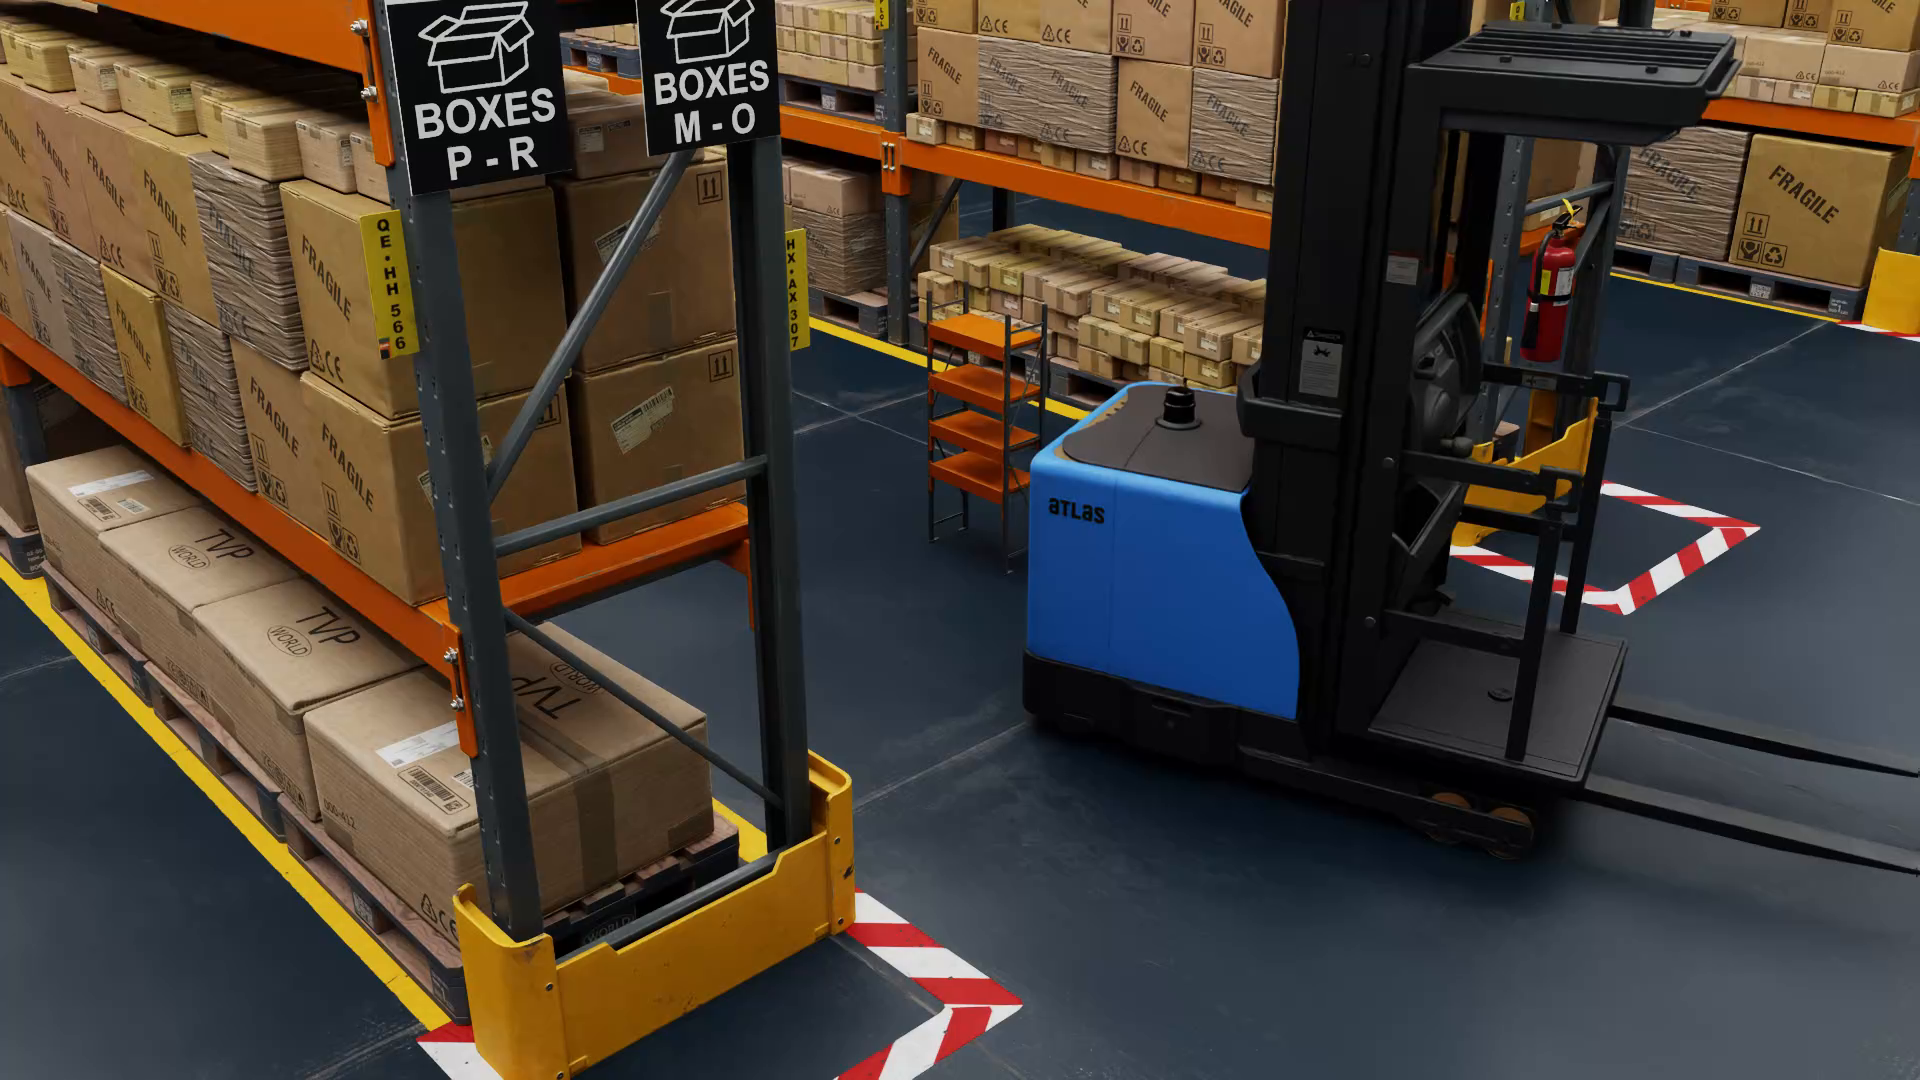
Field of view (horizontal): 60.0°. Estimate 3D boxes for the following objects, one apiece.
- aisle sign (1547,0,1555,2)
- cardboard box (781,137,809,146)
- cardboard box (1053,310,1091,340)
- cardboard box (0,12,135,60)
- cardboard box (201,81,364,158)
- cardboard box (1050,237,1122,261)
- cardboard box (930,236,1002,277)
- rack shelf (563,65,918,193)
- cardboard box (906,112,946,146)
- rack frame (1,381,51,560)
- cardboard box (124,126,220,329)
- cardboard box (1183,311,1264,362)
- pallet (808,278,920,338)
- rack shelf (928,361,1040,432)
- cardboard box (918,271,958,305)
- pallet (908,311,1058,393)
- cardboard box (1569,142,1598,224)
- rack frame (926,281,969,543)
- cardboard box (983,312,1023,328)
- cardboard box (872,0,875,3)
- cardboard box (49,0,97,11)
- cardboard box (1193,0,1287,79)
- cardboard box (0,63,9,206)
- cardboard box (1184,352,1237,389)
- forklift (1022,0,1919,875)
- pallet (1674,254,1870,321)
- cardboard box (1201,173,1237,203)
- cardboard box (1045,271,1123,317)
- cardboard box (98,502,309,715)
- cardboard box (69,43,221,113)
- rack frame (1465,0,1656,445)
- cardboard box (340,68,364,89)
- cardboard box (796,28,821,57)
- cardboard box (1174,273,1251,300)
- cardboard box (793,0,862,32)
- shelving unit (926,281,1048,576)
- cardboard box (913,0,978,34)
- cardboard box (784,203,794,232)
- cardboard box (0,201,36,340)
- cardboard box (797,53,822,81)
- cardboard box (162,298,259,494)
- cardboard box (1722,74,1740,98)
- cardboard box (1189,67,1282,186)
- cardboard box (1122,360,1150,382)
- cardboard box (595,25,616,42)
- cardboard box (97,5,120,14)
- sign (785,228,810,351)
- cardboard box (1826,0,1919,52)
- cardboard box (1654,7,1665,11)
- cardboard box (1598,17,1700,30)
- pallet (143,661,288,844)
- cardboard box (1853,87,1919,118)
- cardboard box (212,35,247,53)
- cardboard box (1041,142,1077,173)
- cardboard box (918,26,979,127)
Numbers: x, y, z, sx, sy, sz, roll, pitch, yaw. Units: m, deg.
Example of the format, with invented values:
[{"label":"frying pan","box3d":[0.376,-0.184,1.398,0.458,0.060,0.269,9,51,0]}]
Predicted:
[{"label":"aisle sign","box3d":[2.518,-2.591,6.684,0.394,0.787,0.004,-21,32,-38]},{"label":"cardboard box","box3d":[-1.070,-2.738,11.740,0.500,0.250,0.500,-20,31,-37]},{"label":"cardboard box","box3d":[0.752,-1.269,9.488,0.380,0.149,0.250,-19,31,-36]},{"label":"cardboard box","box3d":[-3.173,-1.780,5.932,0.380,0.149,0.250,-22,32,-39]},{"label":"cardboard box","box3d":[-1.820,-1.141,4.530,0.380,0.149,0.250,-20,31,-37]},{"label":"cardboard box","box3d":[0.765,-1.719,10.116,0.380,0.149,0.250,-22,32,-39]},{"label":"cardboard box","box3d":[0.037,-1.729,10.138,0.380,0.149,0.250,-20,31,-36]},{"label":"rack shelf","box3d":[-1.414,-3.006,11.592,1.077,0.370,4.000,-21,32,-38]},{"label":"cardboard box","box3d":[-0.092,-2.435,9.775,0.380,0.149,0.250,-20,31,-37]},{"label":"rack frame","box3d":[-3.591,-1.293,6.970,1.000,3.000,0.127,-21,32,-38]},{"label":"cardboard box","box3d":[-2.075,-0.961,4.916,0.500,0.500,0.500,-21,32,-39]},{"label":"cardboard box","box3d":[1.386,-1.066,8.684,0.380,0.149,0.250,-20,31,-37]},{"label":"pallet","box3d":[-0.580,-1.694,11.210,1.003,0.211,1.213,-21,32,-38]},{"label":"rack shelf","box3d":[0.113,-0.638,7.326,0.258,0.148,0.480,-21,32,-38]},{"label":"cardboard box","box3d":[-0.033,-1.556,10.118,0.380,0.149,0.250,-19,31,-36]},{"label":"pallet","box3d":[0.438,-1.266,10.270,1.003,0.211,1.213,-21,32,-38]},{"label":"cardboard box","box3d":[4.650,-2.833,12.400,0.875,0.875,0.875,-21,32,-38]},{"label":"rack frame","box3d":[-0.054,-0.570,7.553,0.240,1.200,0.015,-21,32,-38]},{"label":"cardboard box","box3d":[0.357,-1.279,9.868,0.380,0.149,0.250,-21,32,-39]},{"label":"cardboard box","box3d":[-0.349,-3.486,10.857,0.380,0.149,0.250,-21,32,-38]},{"label":"cardboard box","box3d":[-4.050,-2.154,7.533,0.500,0.500,0.500,-21,32,-39]},{"label":"cardboard box","box3d":[1.484,-2.528,7.994,0.500,0.500,0.500,-19,31,-36]},{"label":"cardboard box","box3d":[-3.443,-1.580,6.275,0.500,0.500,0.500,-21,32,-38]},{"label":"cardboard box","box3d":[1.398,-0.934,8.754,0.380,0.149,0.250,-21,32,-38]},{"label":"forklift","box3d":[1.779,-0.537,5.397,3.031,2.935,1.130,12,27,25]},{"label":"pallet","box3d":[5.773,-1.844,11.537,1.003,0.211,1.213,-21,32,-38]},{"label":"cardboard box","box3d":[1.442,-1.835,8.462,0.250,0.149,0.380,22,33,40]},{"label":"cardboard box","box3d":[0.700,-1.393,9.402,0.380,0.149,0.250,-20,31,-37]},{"label":"cardboard box","box3d":[-2.628,0.174,6.336,0.875,0.438,0.875,-22,33,-40]},{"label":"cardboard box","box3d":[-2.538,-1.452,5.213,0.380,0.149,0.250,-21,32,-38]},{"label":"rack frame","box3d":[2.687,-1.516,7.459,1.000,3.000,0.127,-21,32,-38]},{"label":"cardboard box","box3d":[-1.634,-1.372,5.037,0.380,0.149,0.250,-21,32,-38]},{"label":"cardboard box","box3d":[-0.812,-3.160,10.500,0.380,0.149,0.250,-20,31,-36]},{"label":"cardboard box","box3d":[1.421,-1.378,9.368,0.380,0.149,0.250,-21,32,-38]},{"label":"cardboard box","box3d":[-0.823,-3.301,10.452,0.380,0.149,0.250,-23,33,-40]},{"label":"shelving unit","box3d":[0.113,-0.496,7.391,0.258,1.200,0.503,-21,32,-38]},{"label":"cardboard box","box3d":[0.083,-3.158,9.374,0.500,0.500,0.500,-20,31,-37]},{"label":"cardboard box","box3d":[-1.087,-2.090,11.222,0.500,0.500,0.500,-22,33,-40]},{"label":"cardboard box","box3d":[-3.462,-1.122,6.474,0.500,0.500,0.500,-20,31,-37]},{"label":"cardboard box","box3d":[-0.810,-3.023,10.559,0.380,0.149,0.250,-21,32,-39]},{"label":"cardboard box","box3d":[-2.071,-0.507,5.126,0.500,0.500,0.500,-20,31,-37]},{"label":"cardboard box","box3d":[5.194,-3.101,11.237,0.380,0.149,0.250,-22,33,-40]},{"label":"cardboard box","box3d":[1.490,-2.068,8.190,0.500,0.500,0.500,-21,32,-38]},{"label":"cardboard box","box3d":[1.119,-0.981,9.215,0.380,0.149,0.250,-20,31,-37]},{"label":"cardboard box","box3d":[-2.439,-3.742,12.135,0.380,0.149,0.250,-19,31,-36]},{"label":"cardboard box","box3d":[-3.048,-1.975,6.358,0.380,0.149,0.250,-20,31,-37]},{"label":"sign","box3d":[-0.448,-0.666,4.458,0.100,0.325,0.005,-21,32,-38]},{"label":"cardboard box","box3d":[5.852,-3.374,10.450,0.500,0.500,0.500,-21,32,-38]},{"label":"cardboard box","box3d":[4.840,-3.801,12.291,0.500,0.250,0.500,-20,32,-37]},{"label":"cardboard box","box3d":[4.798,-3.495,11.620,0.500,0.250,0.500,-21,32,-38]},{"label":"pallet","box3d":[-2.291,0.598,6.184,1.003,0.211,1.213,-21,32,-38]},{"label":"cardboard box","box3d":[5.893,-2.792,10.560,0.380,0.149,0.250,-20,32,-38]},{"label":"cardboard box","box3d":[-2.321,-1.680,5.712,0.380,0.149,0.250,-22,33,-39]},{"label":"cardboard box","box3d":[0.665,-2.133,9.113,0.380,0.149,0.250,-21,32,-38]},{"label":"cardboard box","box3d":[0.107,-2.687,9.547,0.500,0.500,0.500,-22,32,-39]}]
